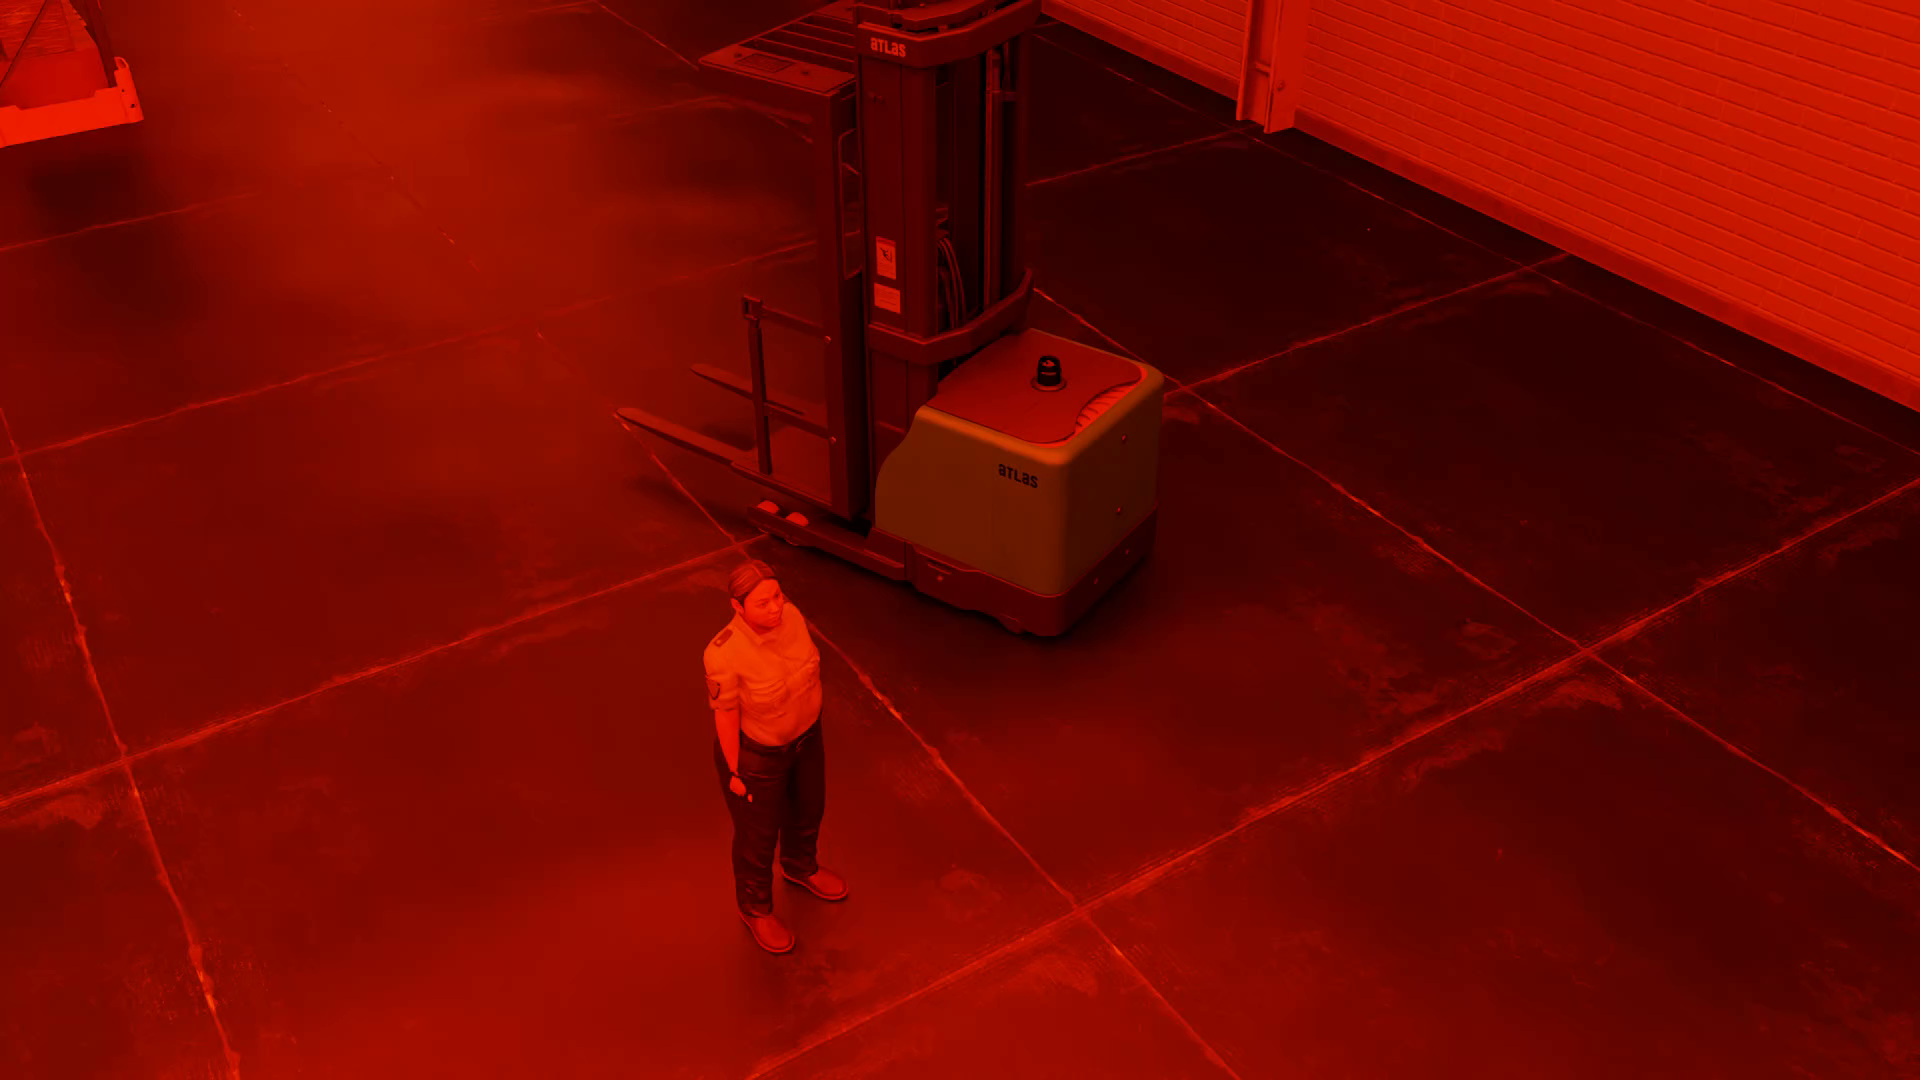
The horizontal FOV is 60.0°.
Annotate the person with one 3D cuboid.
[{"bbox_3d":[-0.689,0.776,6.166,0.363,1.651,0.471,23,41,29],"label":"person"}]

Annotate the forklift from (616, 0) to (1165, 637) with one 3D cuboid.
[{"bbox_3d":[-0.500,-1.399,8.138,3.031,2.935,1.130,22,41,28],"label":"forklift"}]
